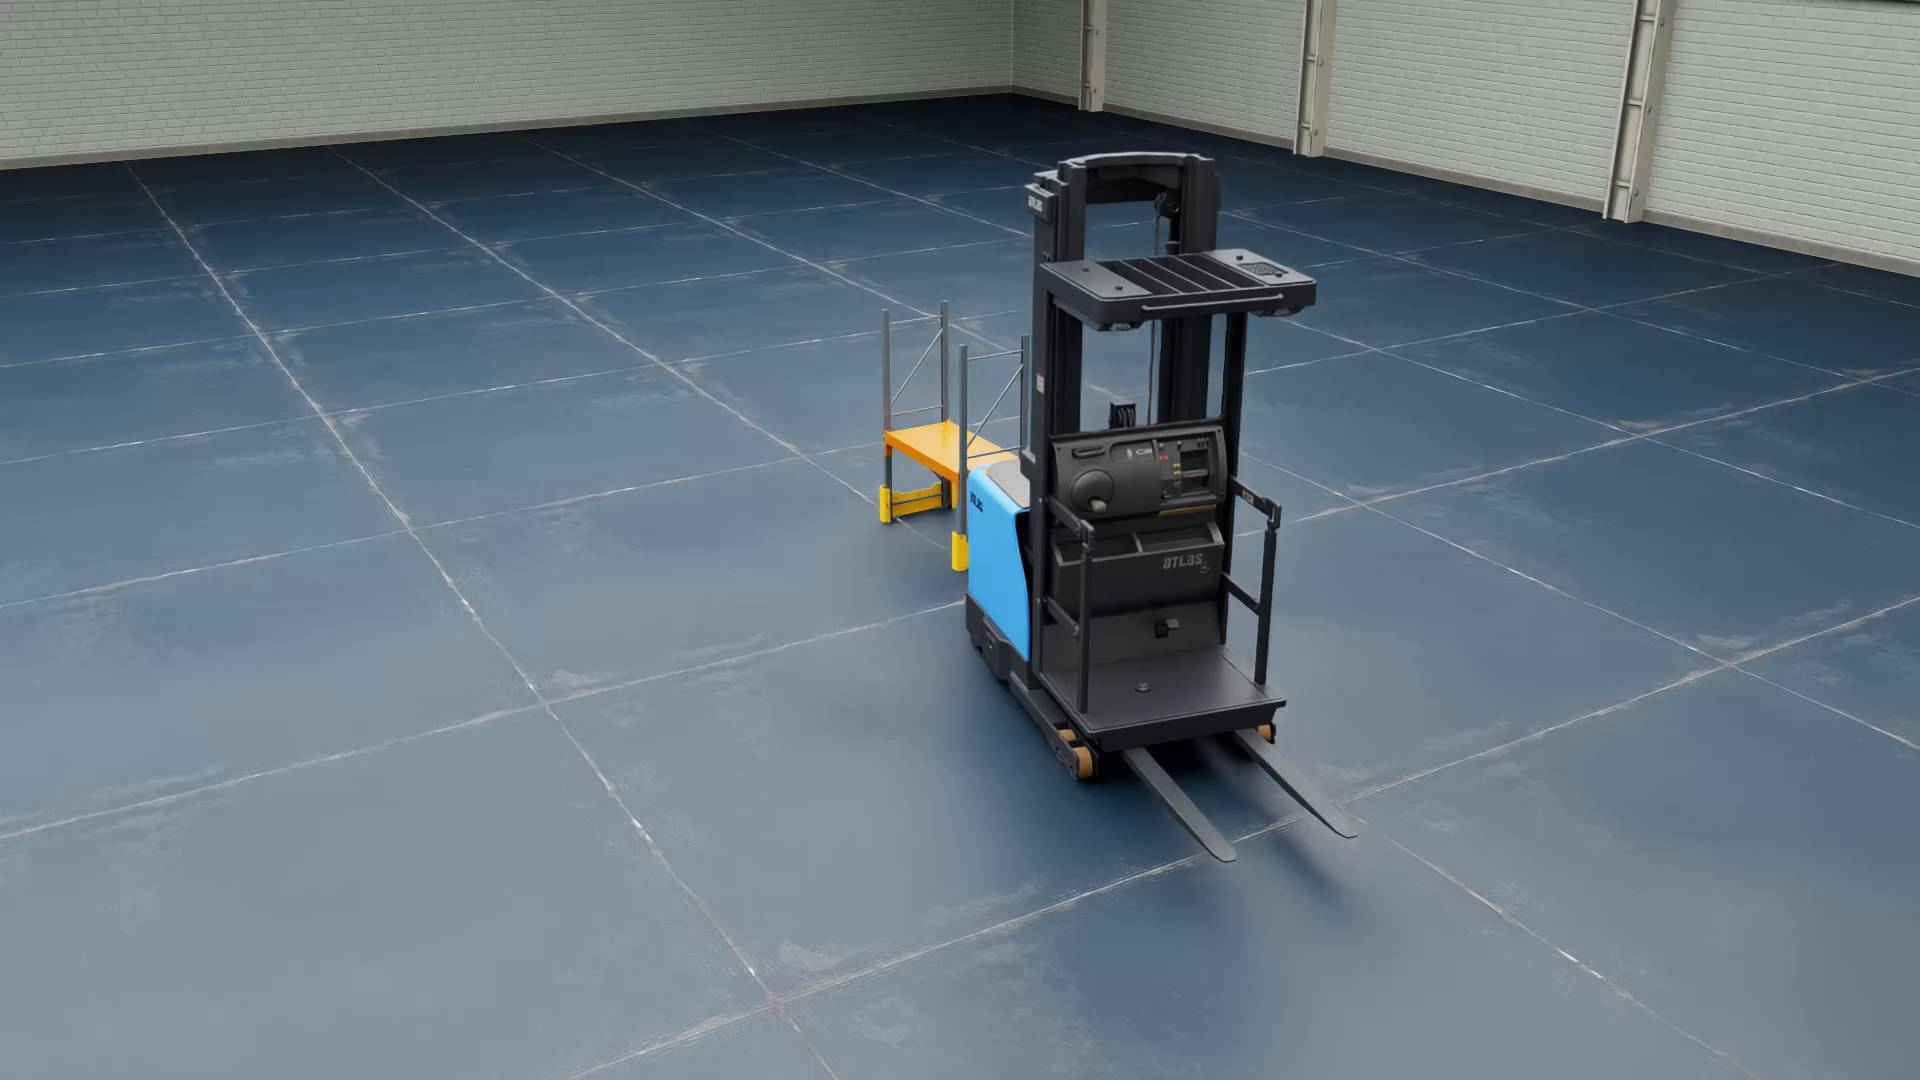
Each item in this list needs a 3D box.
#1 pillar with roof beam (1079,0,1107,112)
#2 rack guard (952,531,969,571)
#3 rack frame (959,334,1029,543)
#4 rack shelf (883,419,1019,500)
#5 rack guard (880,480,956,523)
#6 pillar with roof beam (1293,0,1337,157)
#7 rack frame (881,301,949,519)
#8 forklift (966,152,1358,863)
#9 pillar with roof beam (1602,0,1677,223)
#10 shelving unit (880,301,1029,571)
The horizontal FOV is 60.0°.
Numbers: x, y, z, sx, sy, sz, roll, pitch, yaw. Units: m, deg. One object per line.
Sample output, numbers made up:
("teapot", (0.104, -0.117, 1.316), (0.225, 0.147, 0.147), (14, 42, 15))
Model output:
("pillar with roof beam", (-1.250, -11.379, 27.357), (9.100, 9.000, 0.400), (-13, 25, -28))
("rack guard", (0.215, 0.021, 10.928), (0.587, 0.250, 0.087), (-13, 25, -28))
("rack frame", (0.216, -0.558, 10.692), (0.500, 1.500, 0.032), (-13, 25, -28))
("rack shelf", (-0.044, -0.556, 11.165), (0.538, 0.185, 1.000), (-13, 25, -28))
("rack guard", (-0.293, -0.302, 11.722), (0.587, 0.250, 0.087), (-13, 25, -28))
("pillar with roof beam", (1.815, -9.437, 22.579), (9.100, 9.000, 0.400), (-13, 25, -28))
("rack frame", (-0.303, -0.887, 11.502), (0.500, 1.500, 0.032), (-13, 25, -28))
("forklift", (0.987, -0.326, 8.220), (1.130, 2.935, 3.031), (-7, 23, -17))
("pillar with roof beam", (4.880, -7.495, 17.800), (9.100, 9.000, 0.400), (-13, 25, -28))
("shelving unit", (-0.039, -0.719, 11.090), (0.587, 1.500, 1.083), (-13, 25, -28))
